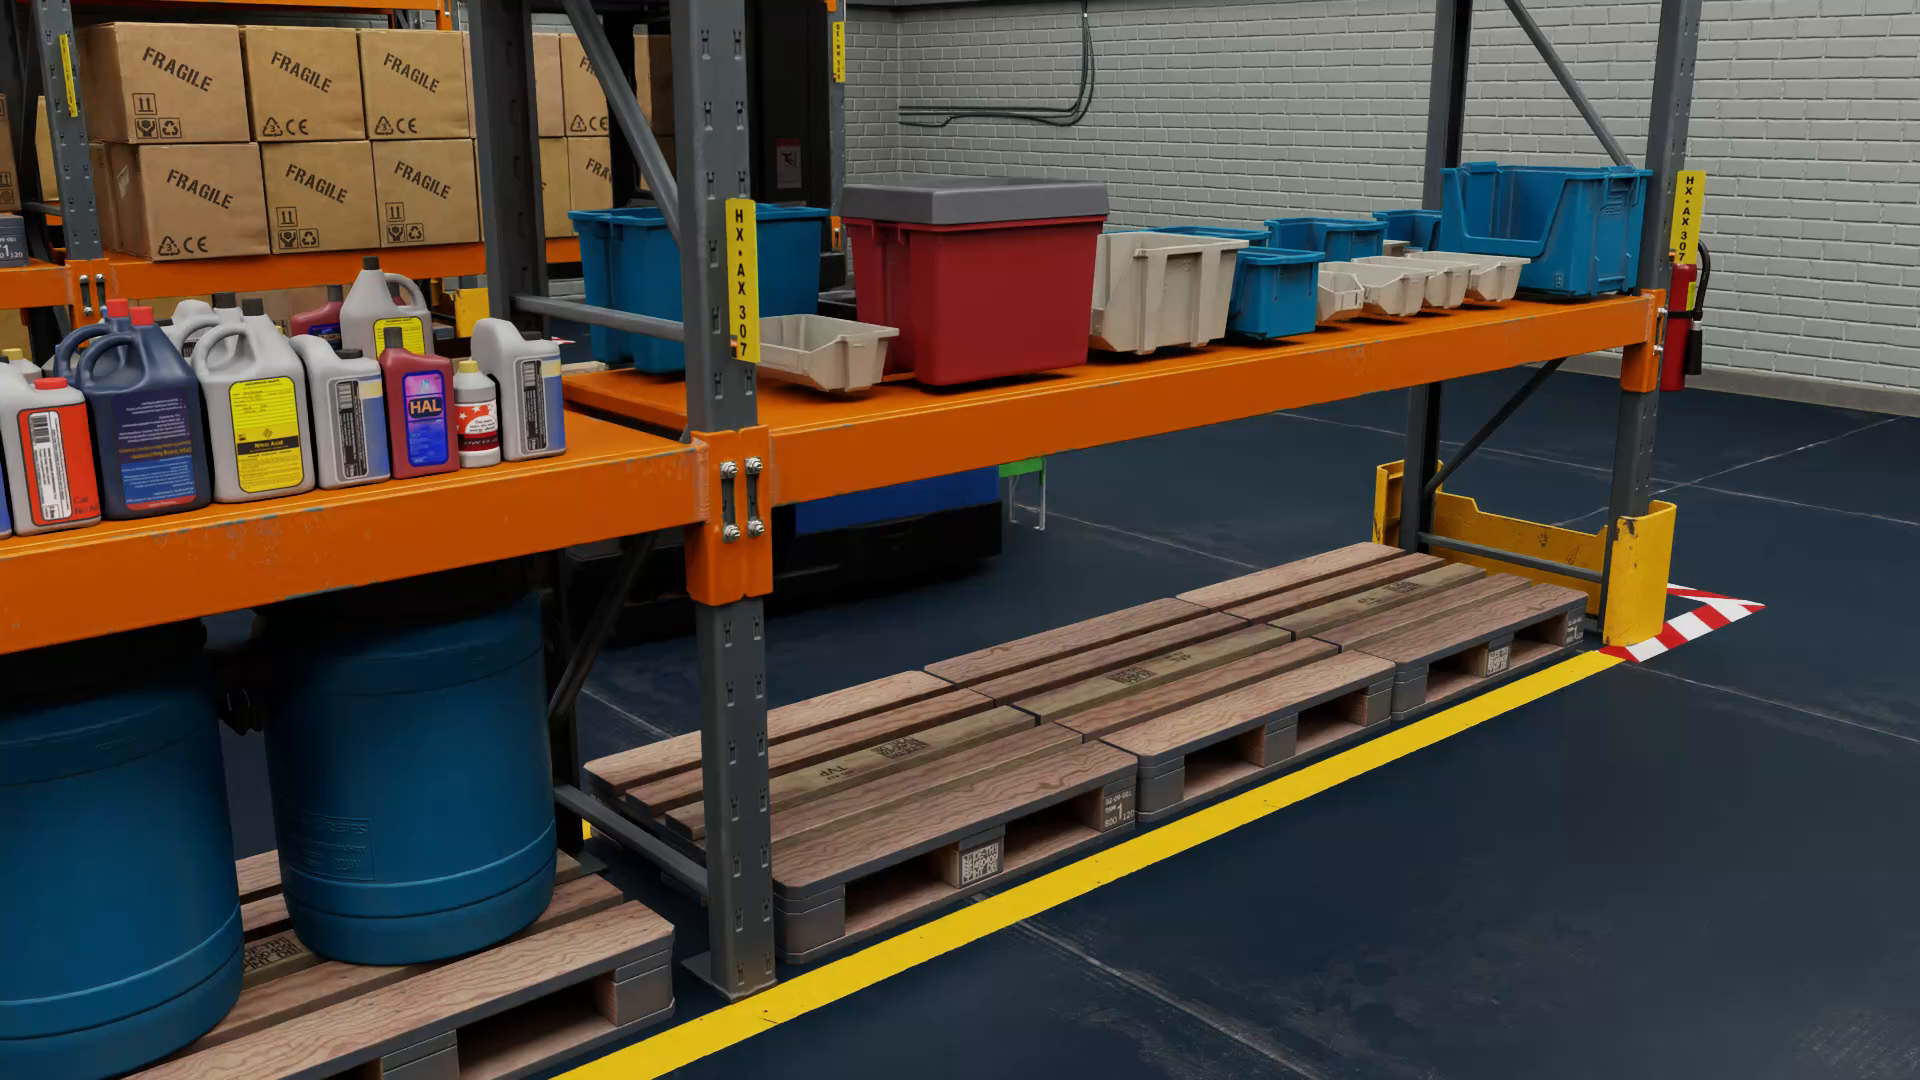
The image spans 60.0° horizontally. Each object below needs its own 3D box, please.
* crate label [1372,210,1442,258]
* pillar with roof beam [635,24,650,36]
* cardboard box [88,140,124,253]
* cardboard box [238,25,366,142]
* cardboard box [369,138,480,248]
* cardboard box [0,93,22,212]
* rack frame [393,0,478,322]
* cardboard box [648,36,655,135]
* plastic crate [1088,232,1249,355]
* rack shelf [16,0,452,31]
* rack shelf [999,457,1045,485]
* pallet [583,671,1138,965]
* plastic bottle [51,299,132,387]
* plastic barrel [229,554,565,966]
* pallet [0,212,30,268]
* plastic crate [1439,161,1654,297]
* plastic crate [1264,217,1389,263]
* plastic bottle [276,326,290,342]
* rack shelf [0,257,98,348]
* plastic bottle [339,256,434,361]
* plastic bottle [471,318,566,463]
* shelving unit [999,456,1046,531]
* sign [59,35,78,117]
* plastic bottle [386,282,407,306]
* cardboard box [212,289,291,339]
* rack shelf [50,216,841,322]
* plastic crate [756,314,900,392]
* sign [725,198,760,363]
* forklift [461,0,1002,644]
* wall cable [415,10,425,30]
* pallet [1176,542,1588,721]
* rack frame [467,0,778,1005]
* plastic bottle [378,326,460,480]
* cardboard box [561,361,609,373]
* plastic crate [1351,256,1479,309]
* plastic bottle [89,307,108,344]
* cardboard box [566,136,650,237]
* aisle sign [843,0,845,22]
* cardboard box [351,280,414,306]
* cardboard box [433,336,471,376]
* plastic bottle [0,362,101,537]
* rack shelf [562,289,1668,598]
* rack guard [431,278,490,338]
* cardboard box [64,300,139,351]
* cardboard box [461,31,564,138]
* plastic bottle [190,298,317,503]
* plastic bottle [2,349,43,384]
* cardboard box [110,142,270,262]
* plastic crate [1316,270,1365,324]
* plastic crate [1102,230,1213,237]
[{"bbox_3d":[1.816,-1.147,6.438,0.303,0.233,0.416,-13,19,-39],"label":"crate label"},{"bbox_3d":[0.010,-5.791,11.992,0.400,9.000,9.100,-13,19,-39],"label":"pillar with roof beam"},{"bbox_3d":[-3.839,-1.646,7.908,0.500,0.500,0.500,-12,19,-38],"label":"cardboard box"},{"bbox_3d":[-3.119,-2.107,7.696,0.500,0.500,0.500,-13,20,-41],"label":"cardboard box"},{"bbox_3d":[-2.721,-1.717,8.171,0.500,0.500,0.500,-13,20,-40],"label":"cardboard box"},{"bbox_3d":[-4.552,-1.678,7.212,0.700,0.500,0.500,8,17,28],"label":"cardboard box"},{"bbox_3d":[-4.285,-3.105,13.561,0.127,3.000,1.000,-13,19,-39],"label":"rack frame"},{"bbox_3d":[-1.566,-2.458,9.008,0.500,0.500,0.500,-12,19,-38],"label":"cardboard box"},{"bbox_3d":[0.474,-0.693,4.646,0.530,0.282,0.437,-13,19,-39],"label":"plastic crate"},{"bbox_3d":[-5.794,-3.868,11.999,4.000,0.370,1.077,-13,19,-39],"label":"rack shelf"},{"bbox_3d":[0.134,-0.315,7.784,0.480,0.148,0.258,-12,19,-38],"label":"rack shelf"},{"bbox_3d":[-0.270,0.717,4.658,1.213,0.211,1.003,-13,19,-39],"label":"pallet"},{"bbox_3d":[-1.512,-0.252,2.977,0.185,0.351,0.144,-13,19,-39],"label":"plastic bottle"},{"bbox_3d":[-1.221,0.401,3.688,0.708,0.901,0.600,-13,19,-39],"label":"plastic barrel"},{"bbox_3d":[-4.722,-1.257,7.014,1.213,0.211,1.003,-13,19,-39],"label":"pallet"},{"bbox_3d":[2.088,-1.129,5.980,0.499,0.435,0.616,-13,19,-39],"label":"plastic crate"},{"bbox_3d":[1.319,-1.035,6.021,0.300,0.233,0.416,-13,19,-39],"label":"plastic crate"},{"bbox_3d":[-1.532,-0.378,3.737,0.097,0.201,0.097,0,15,0],"label":"plastic bottle"},{"bbox_3d":[-5.557,-0.777,6.241,4.000,0.370,1.077,-13,19,-39],"label":"rack shelf"},{"bbox_3d":[-1.308,-0.471,3.798,0.185,0.351,0.144,-13,19,-39],"label":"plastic bottle"},{"bbox_3d":[-0.884,-0.309,3.334,0.135,0.276,0.152,-13,19,-39],"label":"plastic bottle"},{"bbox_3d":[0.134,-0.609,7.705,0.503,1.200,0.258,-12,19,-38],"label":"shelving unit"},{"bbox_3d":[-3.681,-1.915,6.865,0.005,0.325,0.100,-13,19,-39],"label":"sign"},{"bbox_3d":[-1.356,-0.463,3.897,0.133,0.283,0.061,-13,19,-39],"label":"plastic bottle"},{"bbox_3d":[-5.504,-1.792,12.676,0.500,0.500,0.700,-13,20,-41],"label":"cardboard box"},{"bbox_3d":[-2.539,-1.455,8.778,4.000,0.370,1.077,-13,19,-39],"label":"rack shelf"},{"bbox_3d":[-0.354,-0.451,4.021,0.243,0.136,0.396,-13,19,-39],"label":"plastic crate"},{"bbox_3d":[-0.439,-0.525,3.366,0.005,0.325,0.100,-13,19,-39],"label":"sign"},{"bbox_3d":[-1.314,-1.177,6.478,3.031,2.935,1.130,-10,18,-34],"label":"forklift"},{"bbox_3d":[-3.940,-3.997,14.932,1.851,1.984,0.084,-13,19,-39],"label":"wall cable"},{"bbox_3d":[1.571,0.303,6.206,1.213,0.211,1.003,-13,19,-39],"label":"pallet"},{"bbox_3d":[-0.799,-0.499,3.804,0.127,3.000,1.000,-13,19,-39],"label":"rack frame"},{"bbox_3d":[-1.029,-0.264,3.154,0.133,0.283,0.061,-13,19,-39],"label":"plastic bottle"},{"bbox_3d":[-2.004,-0.904,9.796,0.500,0.250,0.500,-13,19,-39],"label":"cardboard box"},{"bbox_3d":[1.494,-0.858,5.545,0.243,0.136,0.396,-13,19,-39],"label":"plastic crate"},{"bbox_3d":[-1.780,-0.356,3.519,0.097,0.271,0.097,0,15,0],"label":"plastic bottle"},{"bbox_3d":[-1.959,-1.889,8.814,0.500,0.500,0.500,-12,19,-39],"label":"cardboard box"},{"bbox_3d":[-0.778,-3.349,9.438,0.004,0.787,0.394,-13,19,-39],"label":"aisle sign"},{"bbox_3d":[-4.747,-1.962,13.313,0.500,0.500,0.700,-13,19,-39],"label":"cardboard box"},{"bbox_3d":[-2.634,-0.789,8.877,0.637,0.503,0.797,-13,19,-39],"label":"cardboard box"},{"bbox_3d":[-1.540,-0.162,2.783,0.135,0.276,0.152,-13,19,-39],"label":"plastic bottle"},{"bbox_3d":[0.710,-0.490,5.165,4.000,0.370,1.077,-13,19,-39],"label":"rack shelf"},{"bbox_3d":[-4.267,-1.901,13.899,0.348,0.500,1.175,-13,19,-39],"label":"rack guard"},{"bbox_3d":[-6.290,-1.614,12.009,0.500,0.500,0.700,-13,20,-40],"label":"cardboard box"},{"bbox_3d":[-2.342,-2.282,8.350,0.500,0.500,0.500,-12,19,-38],"label":"cardboard box"},{"bbox_3d":[-1.278,-0.255,2.989,0.185,0.351,0.144,-13,19,-39],"label":"plastic bottle"},{"bbox_3d":[-1.927,-0.289,3.405,0.097,0.201,0.097,0,15,0],"label":"plastic bottle"},{"bbox_3d":[-3.485,-1.545,7.528,0.500,0.500,0.500,-12,19,-38],"label":"cardboard box"},{"bbox_3d":[1.089,-0.752,5.149,0.250,0.136,0.298,-13,19,-39],"label":"plastic crate"},{"bbox_3d":[0.596,-0.873,5.413,0.300,0.233,0.416,-13,19,-39],"label":"plastic crate"}]
